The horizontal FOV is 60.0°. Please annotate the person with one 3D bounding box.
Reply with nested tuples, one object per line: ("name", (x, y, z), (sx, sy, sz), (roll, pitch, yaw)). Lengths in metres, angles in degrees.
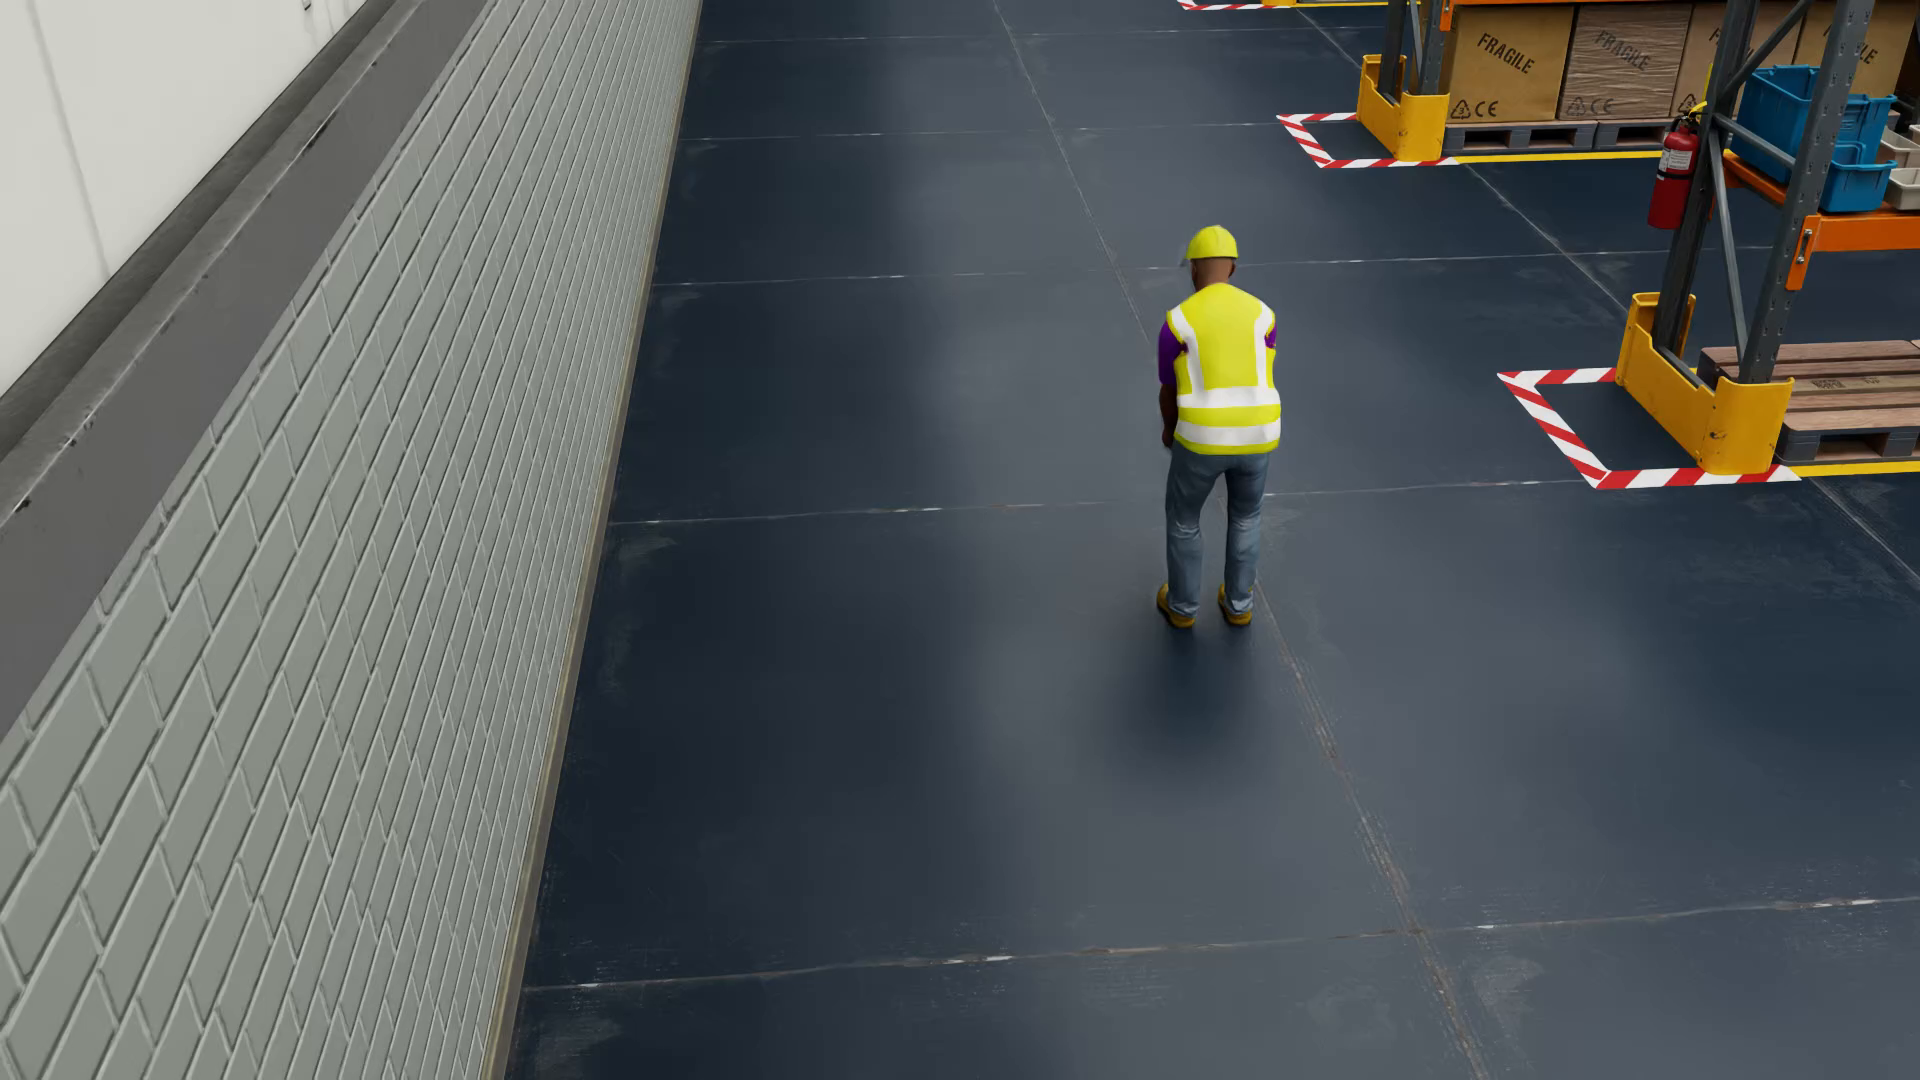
("person", (1.054, -0.463, 6.986), (0.483, 1.657, 0.693), (-3, 31, -6))
